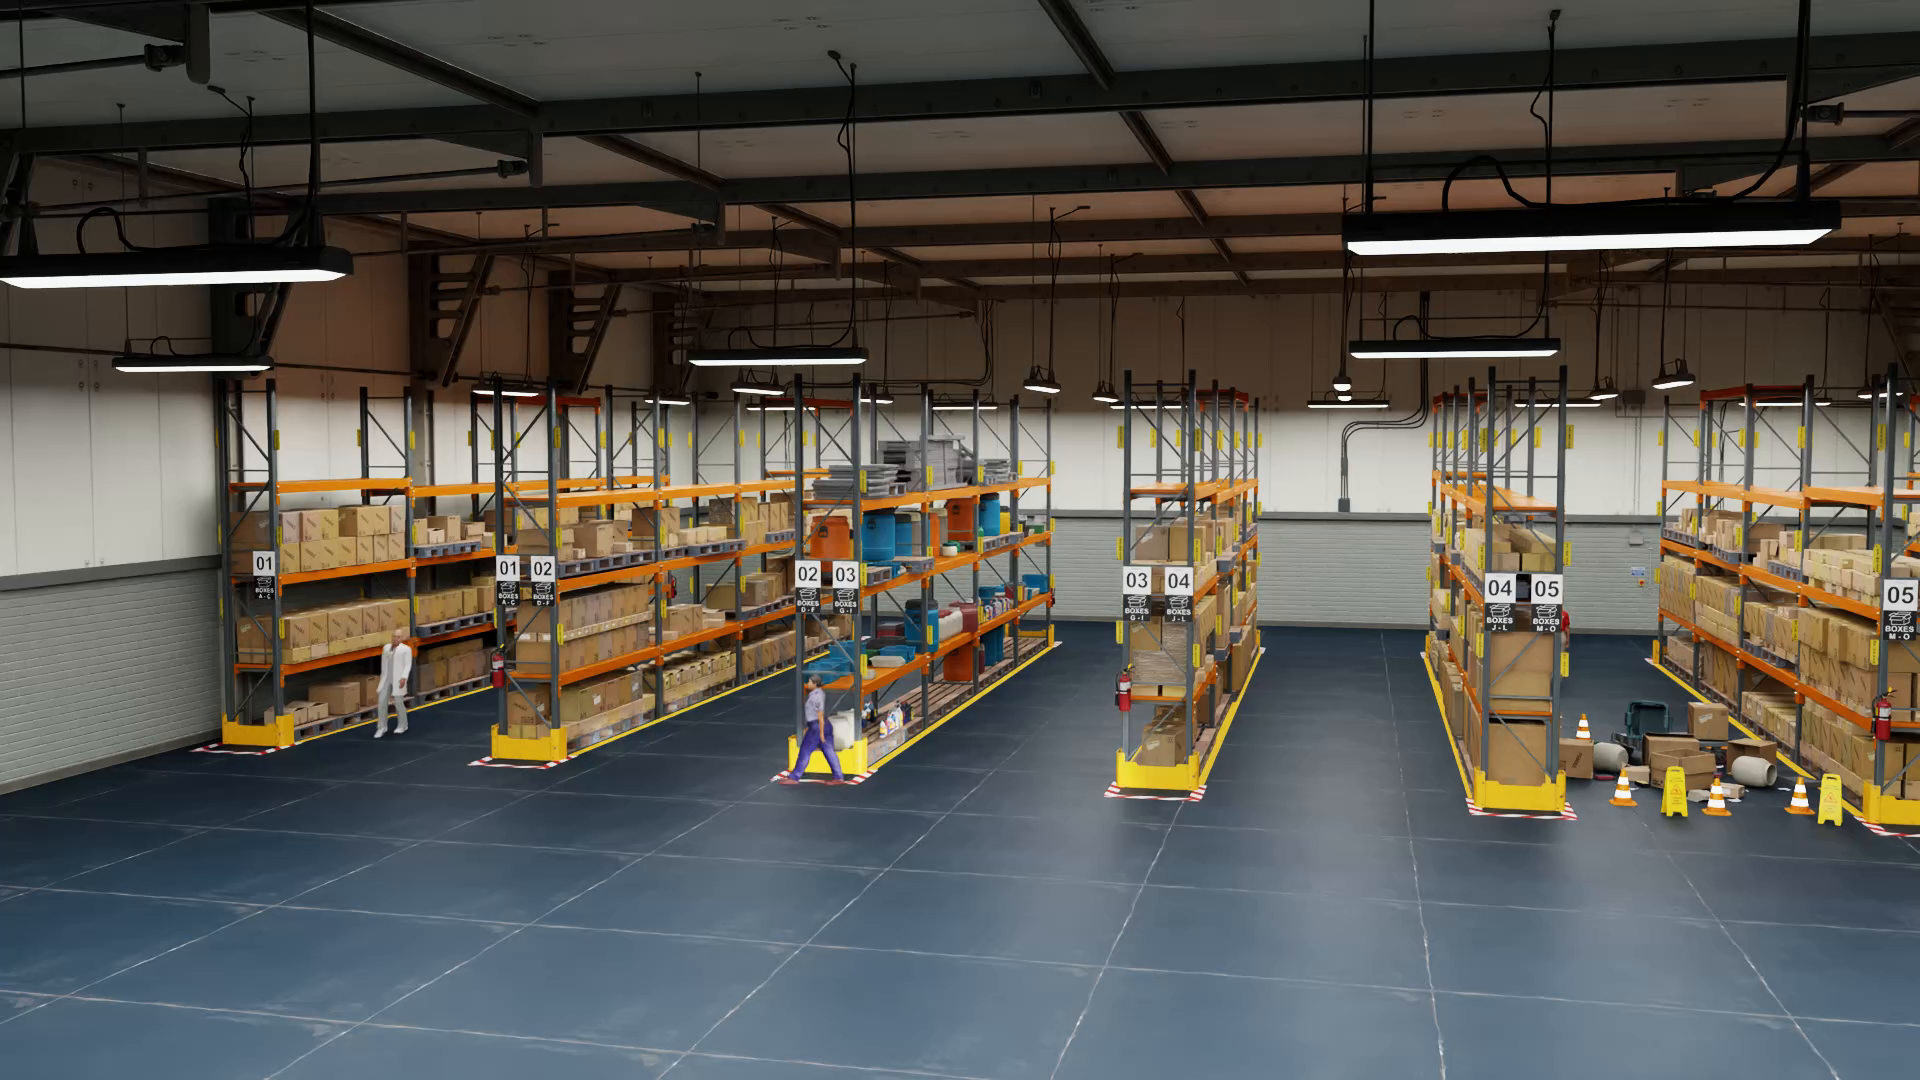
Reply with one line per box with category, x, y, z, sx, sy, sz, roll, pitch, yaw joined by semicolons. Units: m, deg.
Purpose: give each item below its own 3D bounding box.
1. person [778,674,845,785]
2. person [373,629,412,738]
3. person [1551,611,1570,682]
person;-2.126;2.744;23.997;0.921;1.586;0.508;1;3;11
person;-9.657;2.439;28.245;0.607;1.814;0.739;0;3;6
person;12.338;2.093;34.426;0.576;1.768;0.393;-1;4;-12
